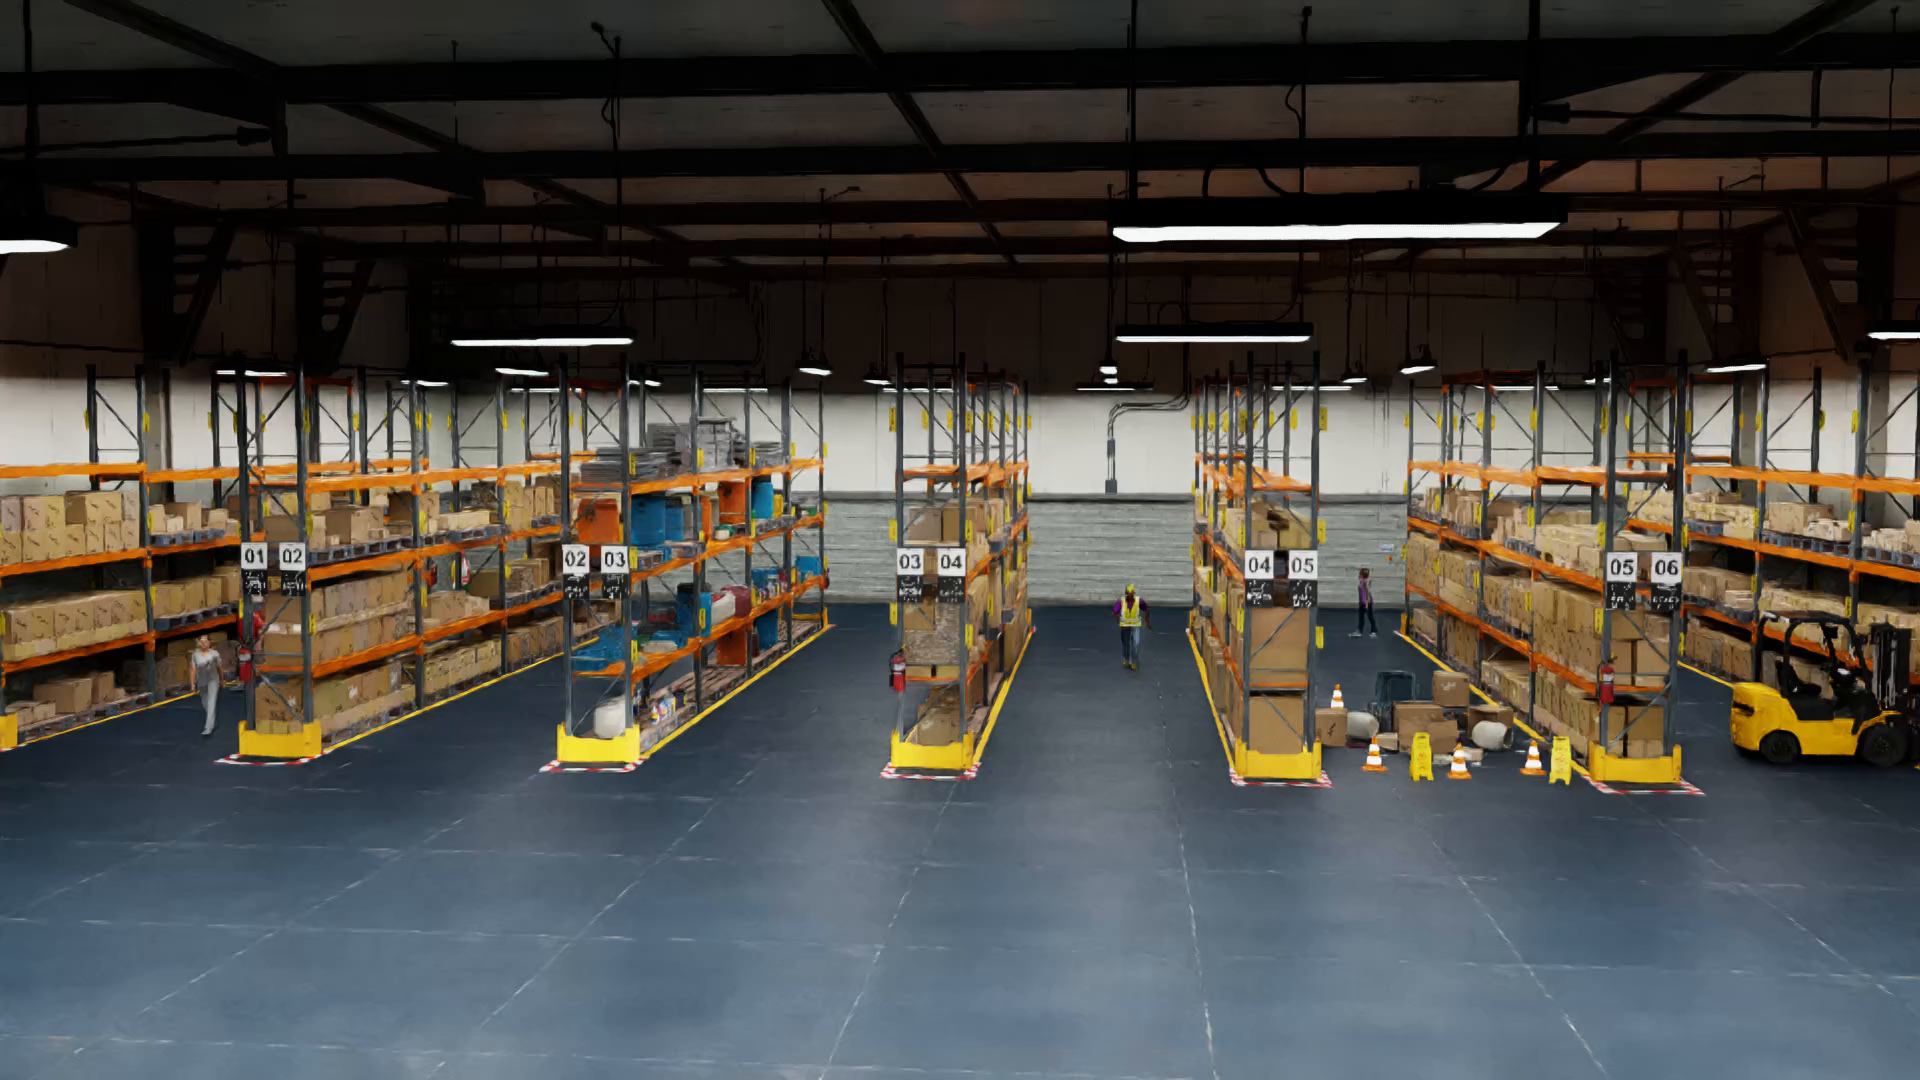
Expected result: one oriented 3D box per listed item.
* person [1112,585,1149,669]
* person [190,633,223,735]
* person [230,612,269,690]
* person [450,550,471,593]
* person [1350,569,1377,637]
[{"bbox_3d":[3.478,1.743,33.891,0.734,1.697,0.856,1,4,10],"label":"person"},{"bbox_3d":[-12.091,2.292,26.665,0.444,1.604,1.013,0,4,-3],"label":"person"},{"bbox_3d":[-13.273,1.954,31.094,0.556,1.669,1.030,0,4,5],"label":"person"},{"bbox_3d":[-12.650,1.115,42.359,0.690,1.770,0.676,-2,5,-31],"label":"person"},{"bbox_3d":[9.413,1.472,38.720,0.568,1.542,0.539,-1,4,-8],"label":"person"}]
